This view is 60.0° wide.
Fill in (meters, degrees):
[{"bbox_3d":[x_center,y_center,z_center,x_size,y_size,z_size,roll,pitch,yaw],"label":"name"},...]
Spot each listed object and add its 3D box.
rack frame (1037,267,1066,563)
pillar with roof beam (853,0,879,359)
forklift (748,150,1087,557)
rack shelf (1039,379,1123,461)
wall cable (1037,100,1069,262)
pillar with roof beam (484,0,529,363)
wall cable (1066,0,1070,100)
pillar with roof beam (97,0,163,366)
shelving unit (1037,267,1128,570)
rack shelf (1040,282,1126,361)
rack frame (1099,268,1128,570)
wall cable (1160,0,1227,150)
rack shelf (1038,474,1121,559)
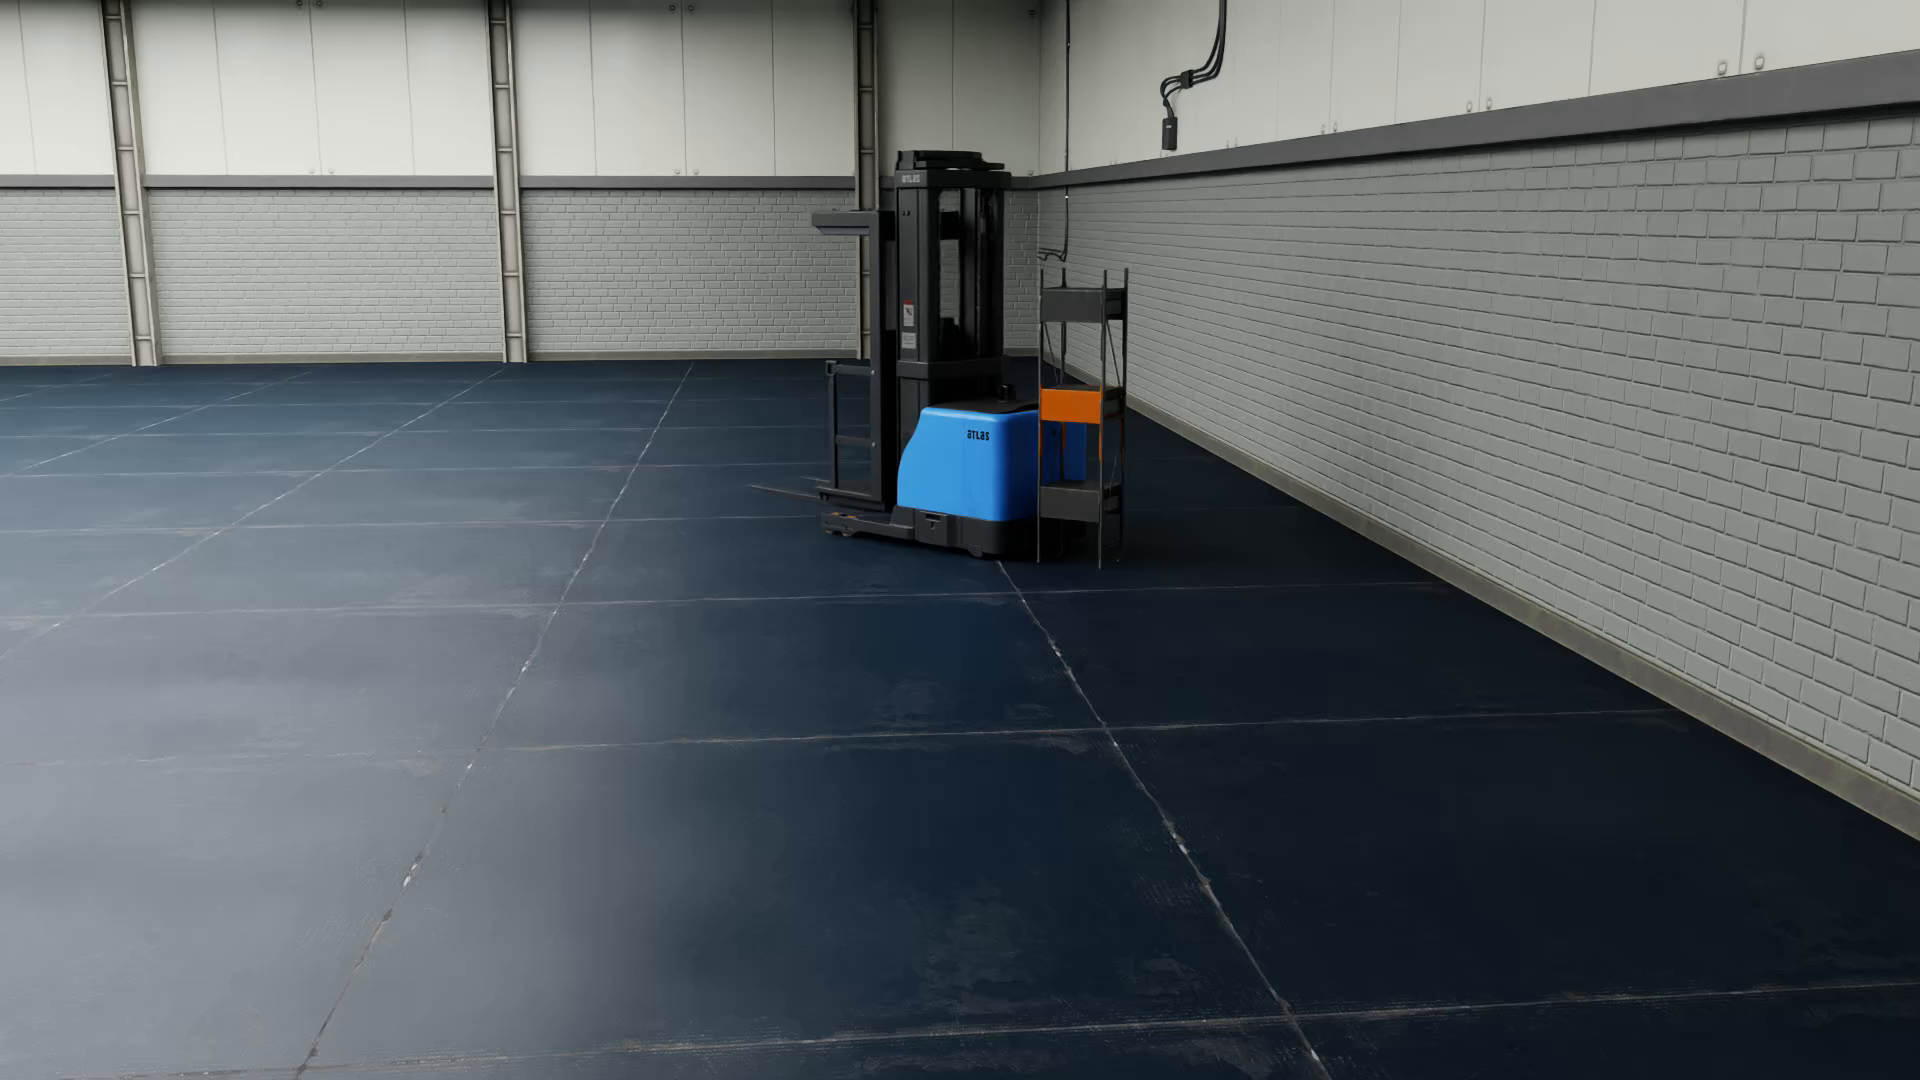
[{"bbox_3d":[0.661,-0.900,12.002,0.015,2.100,0.400,6,13,29],"label":"rack frame"},{"bbox_3d":[-1.124,-6.753,23.890,0.400,9.000,9.100,-1,11,-6],"label":"pillar with roof beam"},{"bbox_3d":[-0.457,-1.529,13.046,3.031,2.935,1.130,10,15,42],"label":"forklift"},{"bbox_3d":[0.874,-0.864,11.888,0.480,0.518,0.431,6,13,29],"label":"rack shelf"},{"bbox_3d":[1.482,-5.863,27.411,0.112,2.526,3.097,-1,11,-6],"label":"wall cable"},{"bbox_3d":[-7.089,-6.628,23.254,0.400,9.000,9.100,-1,11,-6],"label":"pillar with roof beam"},{"bbox_3d":[1.774,-7.822,24.285,0.112,2.526,3.097,-1,11,-6],"label":"wall cable"},{"bbox_3d":[-13.054,-6.503,22.619,0.400,9.000,9.100,-1,11,-6],"label":"pillar with roof beam"},{"bbox_3d":[0.874,-0.878,11.885,0.503,2.100,0.431,6,13,29],"label":"shelving unit"},{"bbox_3d":[0.872,-1.551,11.753,0.480,0.518,0.431,6,13,29],"label":"rack shelf"},{"bbox_3d":[1.087,-0.855,11.768,0.015,2.100,0.400,6,13,29],"label":"rack frame"},{"bbox_3d":[2.492,-7.234,17.521,0.169,6.003,2.305,-1,11,-6],"label":"wall cable"},{"bbox_3d":[0.876,-0.177,12.022,0.480,0.518,0.431,6,13,29],"label":"rack shelf"}]
